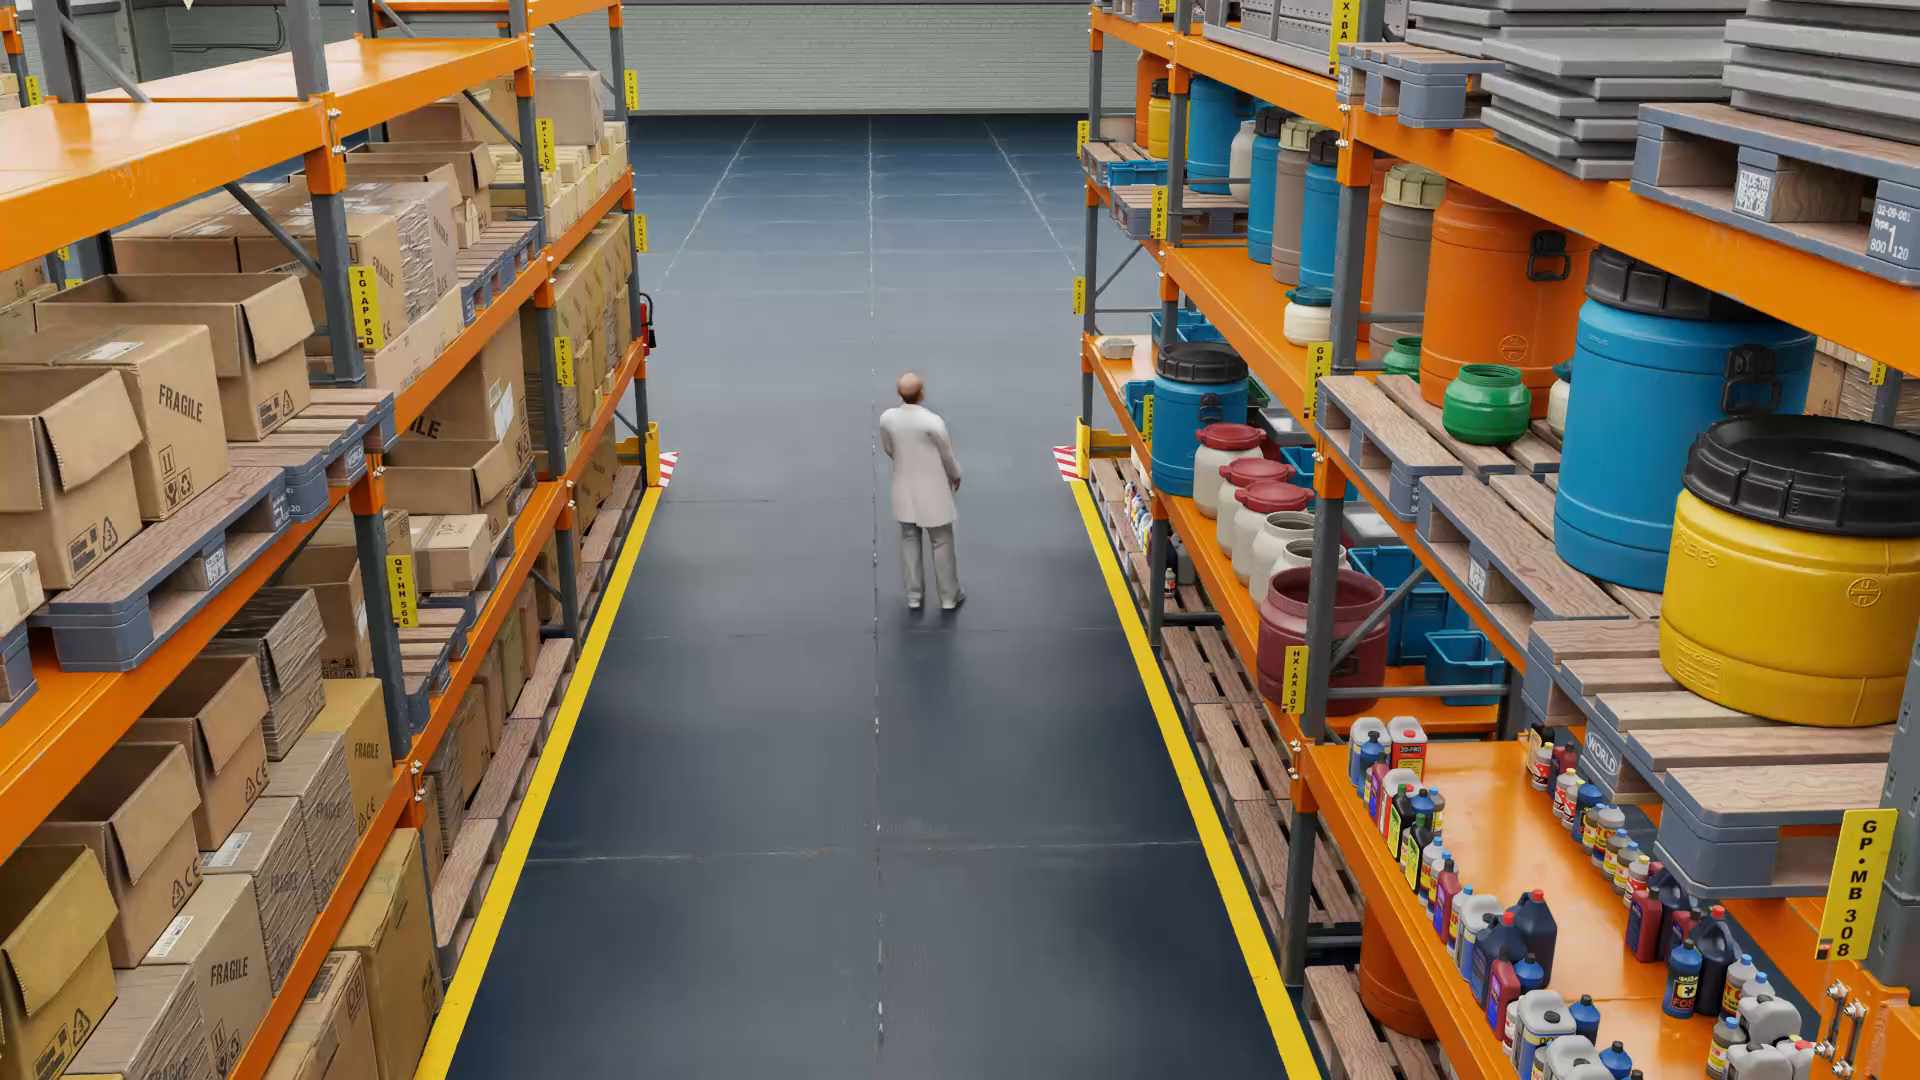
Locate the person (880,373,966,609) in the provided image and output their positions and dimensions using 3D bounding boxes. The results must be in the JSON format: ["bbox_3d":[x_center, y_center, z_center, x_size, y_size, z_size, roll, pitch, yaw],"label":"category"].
[{"bbox_3d":[-0.252,-0.382,12.126,0.566,1.779,0.540,11,23,28],"label":"person"}]
